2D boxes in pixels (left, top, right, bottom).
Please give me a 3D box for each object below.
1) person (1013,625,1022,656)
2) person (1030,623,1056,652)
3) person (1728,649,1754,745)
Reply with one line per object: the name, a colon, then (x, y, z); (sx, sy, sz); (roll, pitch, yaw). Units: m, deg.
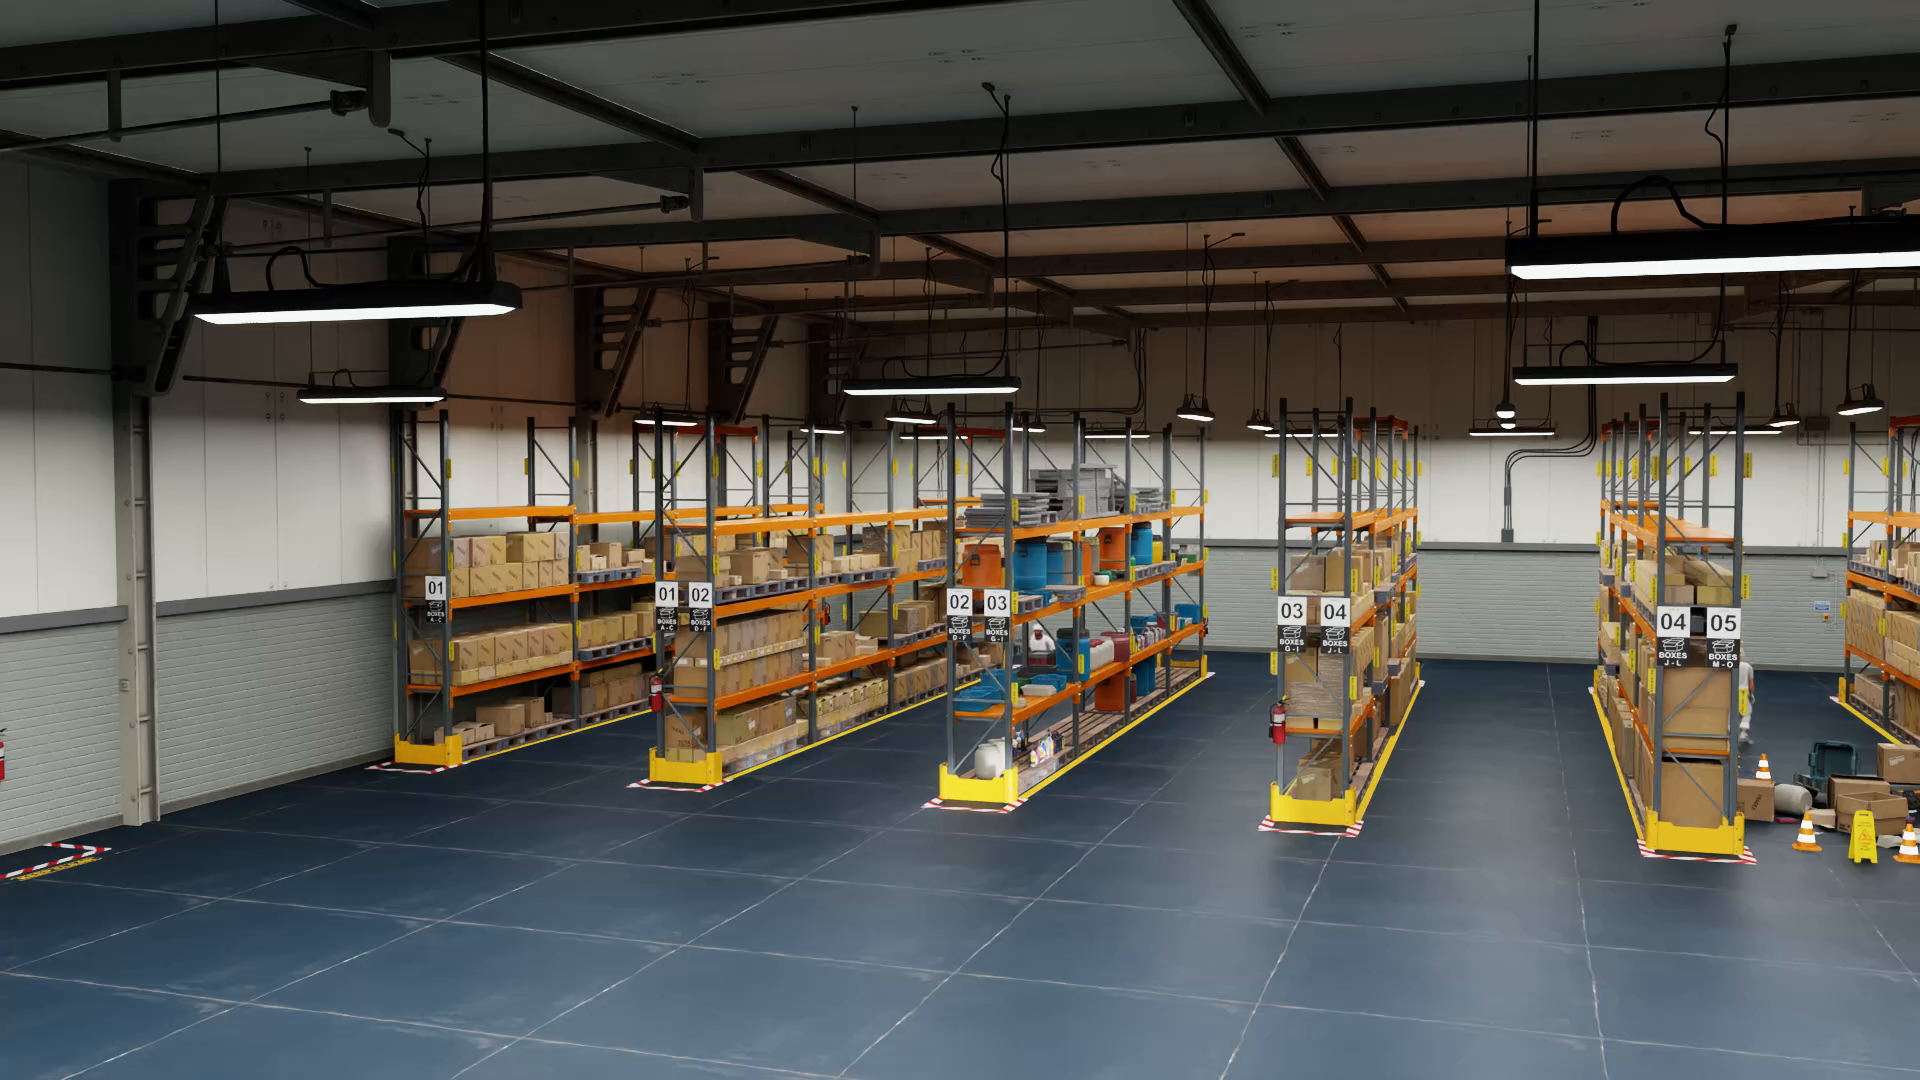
person: (1.379, 2.237, 43.660); (0.667, 1.757, 0.543); (-1, 3, -23)
person: (1.772, 2.618, 35.409); (0.636, 1.740, 0.678); (1, 3, 30)
person: (14.053, 2.826, 30.055); (0.573, 1.787, 0.551); (1, 3, 18)
